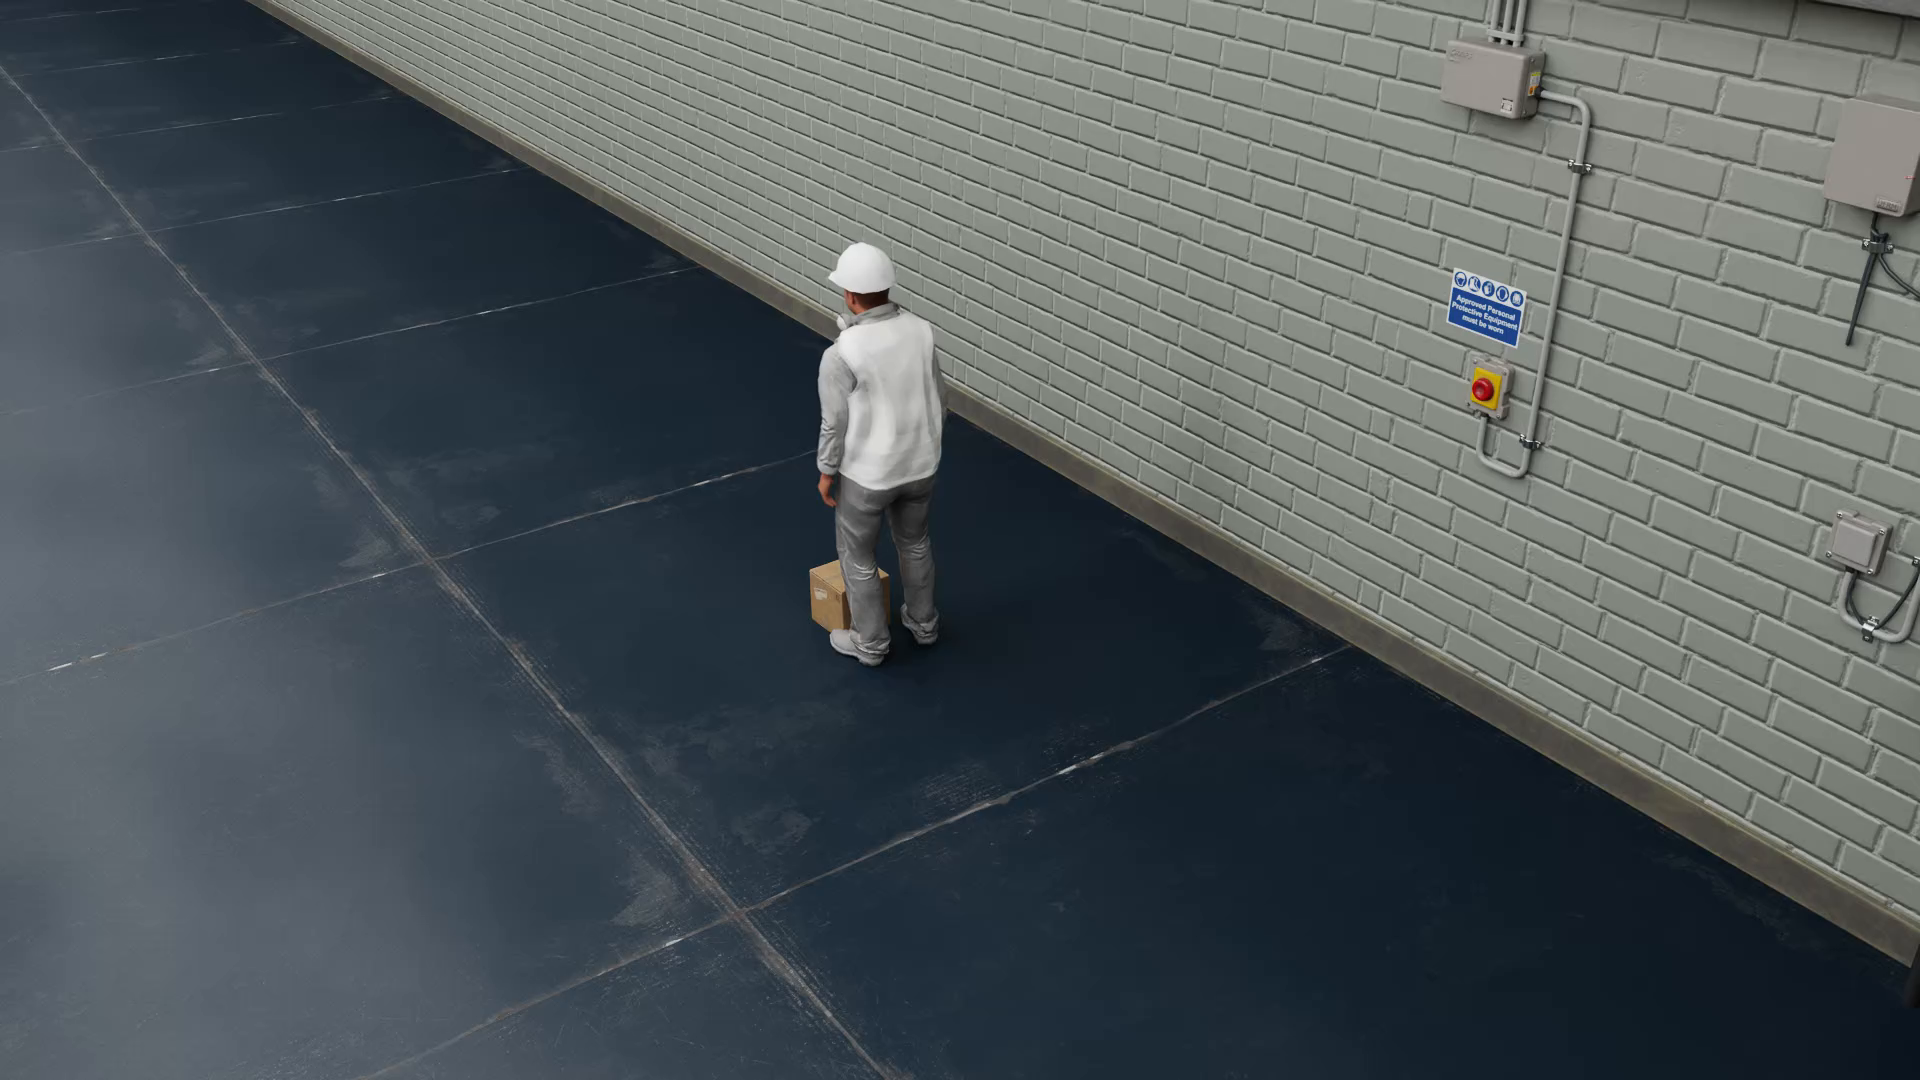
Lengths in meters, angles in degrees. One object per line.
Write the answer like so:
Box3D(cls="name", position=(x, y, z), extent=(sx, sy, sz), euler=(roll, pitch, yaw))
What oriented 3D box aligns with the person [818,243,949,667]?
Box3D(cls="person", position=(-0.314, -0.324, 6.694), extent=(0.580, 1.771, 0.462), euler=(-18, 33, -30))
